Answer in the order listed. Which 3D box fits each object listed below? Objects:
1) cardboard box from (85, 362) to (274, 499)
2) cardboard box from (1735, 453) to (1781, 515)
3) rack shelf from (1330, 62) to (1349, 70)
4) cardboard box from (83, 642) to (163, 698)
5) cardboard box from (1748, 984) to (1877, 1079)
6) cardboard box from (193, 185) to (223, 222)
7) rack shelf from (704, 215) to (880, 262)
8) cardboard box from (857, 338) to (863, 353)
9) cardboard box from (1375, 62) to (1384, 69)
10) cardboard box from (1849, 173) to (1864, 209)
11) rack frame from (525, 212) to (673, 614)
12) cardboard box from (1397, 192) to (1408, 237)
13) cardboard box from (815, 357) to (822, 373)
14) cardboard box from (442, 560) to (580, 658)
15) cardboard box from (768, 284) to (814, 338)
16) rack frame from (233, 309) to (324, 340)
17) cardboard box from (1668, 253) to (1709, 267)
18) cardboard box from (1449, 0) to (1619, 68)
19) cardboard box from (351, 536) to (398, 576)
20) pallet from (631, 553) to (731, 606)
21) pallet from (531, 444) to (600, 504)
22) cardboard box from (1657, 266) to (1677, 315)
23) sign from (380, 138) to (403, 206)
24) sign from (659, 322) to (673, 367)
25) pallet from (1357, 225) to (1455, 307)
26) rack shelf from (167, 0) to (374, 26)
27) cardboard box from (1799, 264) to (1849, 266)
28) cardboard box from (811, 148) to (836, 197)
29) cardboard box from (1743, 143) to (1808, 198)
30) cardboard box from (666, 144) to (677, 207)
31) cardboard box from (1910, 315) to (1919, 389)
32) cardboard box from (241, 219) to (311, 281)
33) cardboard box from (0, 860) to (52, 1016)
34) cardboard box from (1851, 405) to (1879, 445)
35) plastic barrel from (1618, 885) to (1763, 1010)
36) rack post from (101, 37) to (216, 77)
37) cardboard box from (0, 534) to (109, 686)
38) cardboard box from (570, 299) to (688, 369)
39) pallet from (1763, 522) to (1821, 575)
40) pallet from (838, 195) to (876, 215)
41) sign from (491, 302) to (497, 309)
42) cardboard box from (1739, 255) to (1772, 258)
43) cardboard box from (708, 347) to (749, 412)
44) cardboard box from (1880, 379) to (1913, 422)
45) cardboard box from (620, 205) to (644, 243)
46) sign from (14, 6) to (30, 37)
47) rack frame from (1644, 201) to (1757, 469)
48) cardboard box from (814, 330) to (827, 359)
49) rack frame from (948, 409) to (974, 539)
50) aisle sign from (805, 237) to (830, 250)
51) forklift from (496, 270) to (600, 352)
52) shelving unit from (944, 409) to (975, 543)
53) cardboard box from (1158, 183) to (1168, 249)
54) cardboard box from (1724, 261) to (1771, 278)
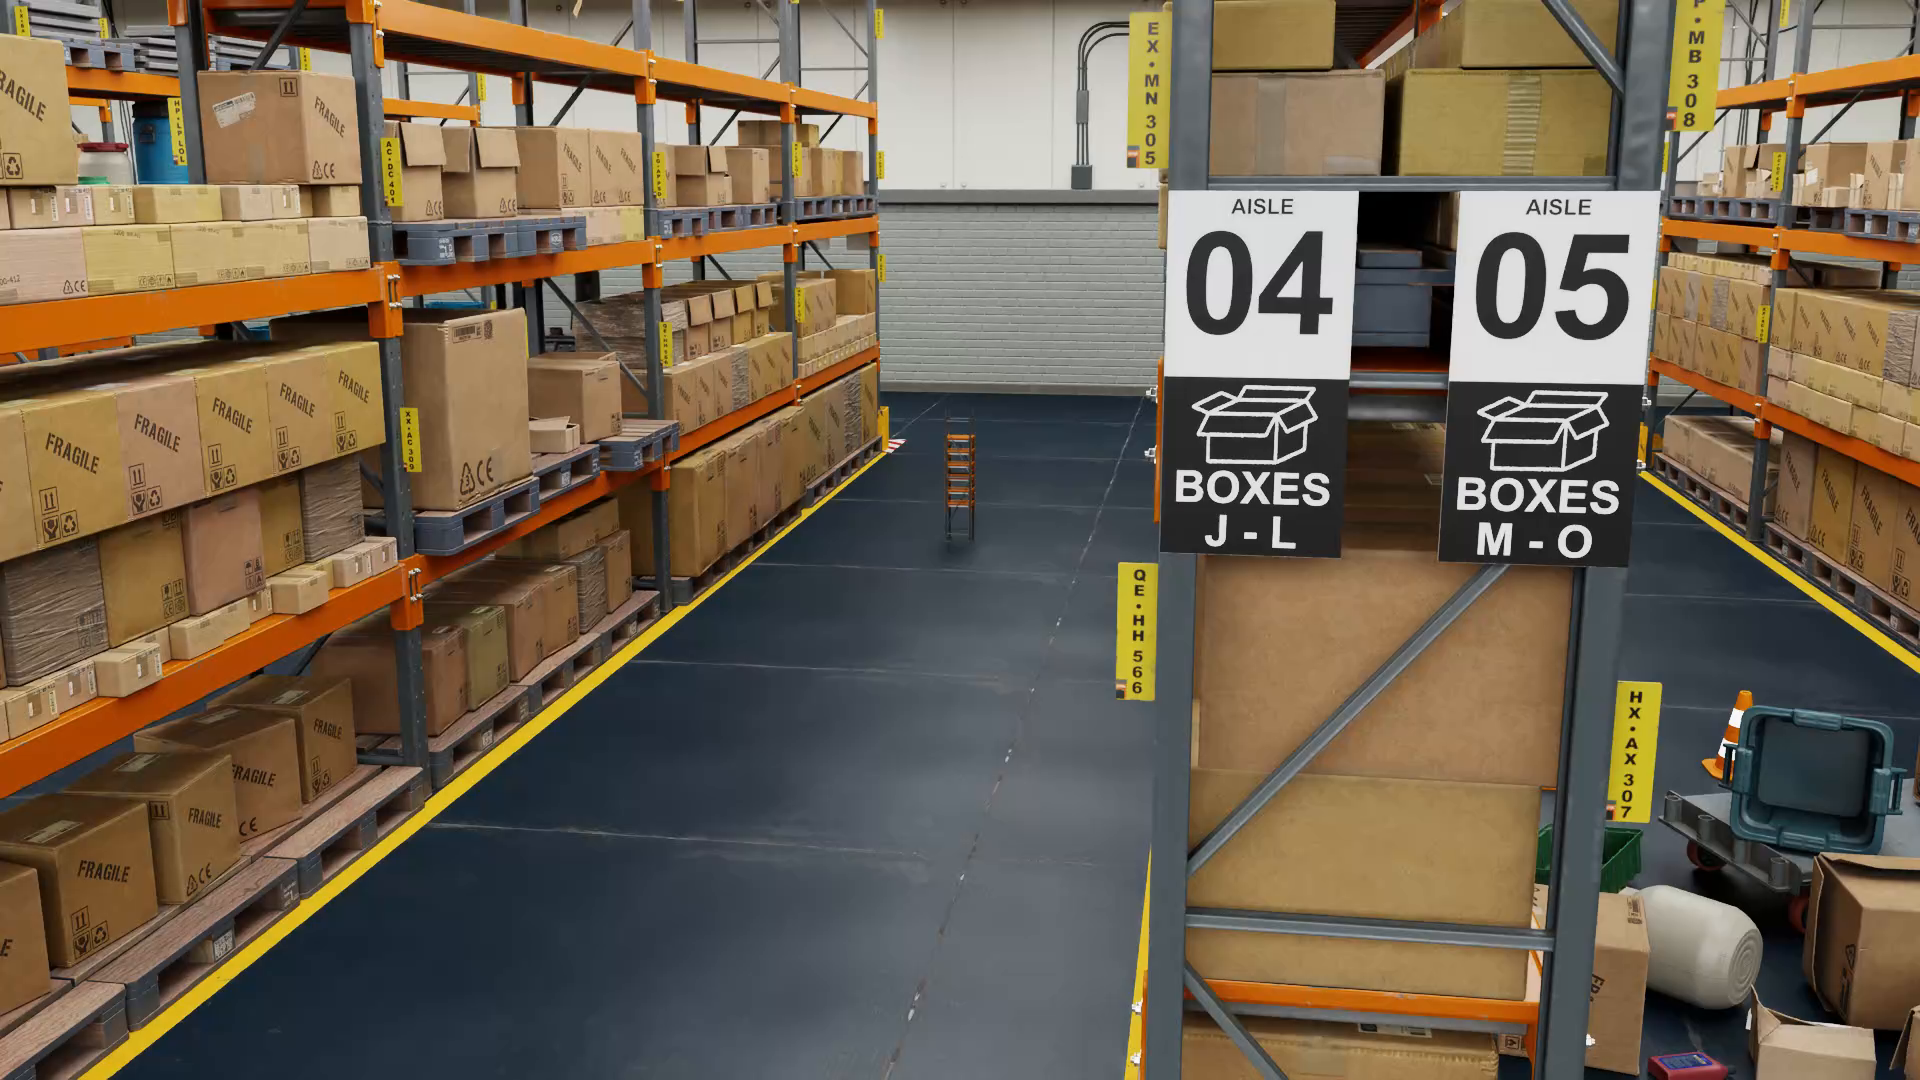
[{"bbox_3d":[-3.275,-0.472,7.003,0.500,0.500,0.500,2,12,9],"label":"cardboard box"},{"bbox_3d":[7.901,-0.524,15.645,0.875,0.438,0.875,2,12,8],"label":"cardboard box"},{"bbox_3d":[2.484,-3.552,13.030,1.077,0.370,4.000,2,12,9],"label":"rack shelf"},{"bbox_3d":[-3.334,0.495,6.428,0.380,0.149,0.250,2,12,9],"label":"cardboard box"},{"bbox_3d":[3.117,1.836,6.099,0.396,0.266,0.258,4,13,18],"label":"cardboard box"},{"bbox_3d":[-3.303,-1.393,6.884,0.380,0.149,0.250,2,12,11],"label":"cardboard box"},{"bbox_3d":[-1.786,-3.296,18.011,1.077,0.370,4.000,2,12,9],"label":"rack shelf"},{"bbox_3d":[-1.326,-2.231,19.080,0.380,0.149,0.250,2,12,10],"label":"cardboard box"},{"bbox_3d":[1.625,-1.556,5.700,0.380,0.149,0.250,2,12,8],"label":"cardboard box"},{"bbox_3d":[7.071,-2.681,12.771,0.396,0.266,0.258,3,13,13],"label":"cardboard box"},{"bbox_3d":[-2.709,-0.932,12.456,1.000,3.000,0.127,2,12,9],"label":"rack frame"},{"bbox_3d":[1.470,-0.954,4.799,0.380,0.149,0.250,2,12,9],"label":"cardboard box"},{"bbox_3d":[-1.640,-1.802,17.090,0.380,0.149,0.250,2,12,11],"label":"cardboard box"},{"bbox_3d":[-2.945,0.449,10.936,0.700,0.500,0.500,3,13,13],"label":"cardboard box"},{"bbox_3d":[-1.768,-2.295,16.649,0.500,0.500,0.500,2,12,9],"label":"cardboard box"},{"bbox_3d":[-6.988,-1.925,17.064,1.000,3.000,0.127,2,12,9],"label":"rack frame"},{"bbox_3d":[7.985,-3.066,18.208,0.380,0.149,0.250,2,12,10],"label":"cardboard box"},{"bbox_3d":[1.312,-1.132,3.731,0.380,0.149,0.250,2,12,9],"label":"cardboard box"},{"bbox_3d":[-3.067,0.078,8.366,0.380,0.149,0.250,2,12,9],"label":"cardboard box"},{"bbox_3d":[-2.513,0.269,13.500,1.003,0.211,1.213,2,12,9],"label":"pallet"},{"bbox_3d":[-2.973,-0.425,10.558,1.003,0.211,1.213,2,12,9],"label":"pallet"},{"bbox_3d":[7.958,-2.723,18.156,0.500,0.500,0.500,2,12,7],"label":"cardboard box"},{"bbox_3d":[-2.787,-1.803,8.147,0.100,0.325,0.005,2,12,9],"label":"sign"},{"bbox_3d":[-2.171,-1.444,12.270,0.100,0.325,0.005,2,12,9],"label":"sign"},{"bbox_3d":[1.235,-0.918,5.478,1.003,0.211,1.213,2,12,9],"label":"pallet"},{"bbox_3d":[-3.632,-2.263,6.104,1.077,0.370,4.000,2,12,9],"label":"rack shelf"},{"bbox_3d":[8.123,-2.514,15.645,0.380,0.149,0.250,2,12,8],"label":"cardboard box"},{"bbox_3d":[-1.725,-3.915,17.705,0.700,0.500,0.500,2,12,11],"label":"cardboard box"},{"bbox_3d":[7.874,-3.497,15.755,0.797,0.503,0.637,3,12,13],"label":"cardboard box"},{"bbox_3d":[-2.641,-2.965,13.532,0.500,0.500,0.500,3,12,12],"label":"cardboard box"},{"bbox_3d":[6.904,-1.265,11.389,0.500,0.500,0.500,2,12,7],"label":"cardboard box"},{"bbox_3d":[-3.227,-1.281,7.309,0.500,0.250,0.500,2,12,10],"label":"cardboard box"},{"bbox_3d":[-3.769,1.495,6.131,0.500,0.500,0.500,5,13,23],"label":"cardboard box"},{"bbox_3d":[7.061,-0.863,12.489,0.500,0.250,0.500,2,12,8],"label":"cardboard box"},{"bbox_3d":[2.902,1.627,6.694,0.421,0.421,0.512,-10,16,-40],"label":"plastic barrel"},{"bbox_3d":[-7.173,-4.188,14.510,0.937,0.300,0.954,3,13,15],"label":"rack post"},{"bbox_3d":[-3.750,0.215,6.191,0.875,0.500,0.500,2,12,9],"label":"cardboard box"},{"bbox_3d":[-2.581,-1.623,13.043,0.797,0.503,0.637,2,12,11],"label":"cardboard box"},{"bbox_3d":[7.654,0.082,14.367,1.003,0.211,1.213,2,12,9],"label":"pallet"},{"bbox_3d":[-1.582,-3.866,19.158,1.003,0.211,1.213,2,12,9],"label":"pallet"},{"bbox_3d":[-5.827,-2.823,20.843,0.100,0.325,0.005,2,12,9],"label":"sign"},{"bbox_3d":[8.484,-2.940,17.621,0.380,0.149,0.250,2,12,8],"label":"cardboard box"},{"bbox_3d":[-2.134,-1.392,14.350,0.500,0.500,0.500,2,12,9],"label":"cardboard box"},{"bbox_3d":[6.982,-0.998,11.931,0.500,0.250,0.500,2,12,7],"label":"cardboard box"},{"bbox_3d":[-2.540,-2.218,11.659,0.500,0.250,0.500,2,12,9],"label":"cardboard box"},{"bbox_3d":[-7.058,-3.851,12.526,0.100,0.325,0.005,2,12,9],"label":"sign"},{"bbox_3d":[8.313,-2.276,18.693,1.000,3.000,0.127,2,12,9],"label":"rack frame"},{"bbox_3d":[-1.681,-2.030,17.198,0.500,0.250,0.500,2,12,8],"label":"cardboard box"},{"bbox_3d":[0.012,-0.603,15.198,0.240,1.200,0.006,2,12,9],"label":"rack frame"},{"bbox_3d":[-1.764,-3.893,20.024,0.394,0.787,0.004,2,12,9],"label":"aisle sign"},{"bbox_3d":[-4.390,-1.954,17.358,1.130,2.935,3.031,2,12,10],"label":"forklift"},{"bbox_3d":[-0.002,-0.584,15.110,0.258,1.200,0.189,2,12,9],"label":"shelving unit"},{"bbox_3d":[0.662,-0.763,3.913,0.380,0.149,0.250,2,12,9],"label":"cardboard box"},{"bbox_3d":[7.690,-2.637,16.216,0.380,0.149,0.250,2,12,7],"label":"cardboard box"}]
